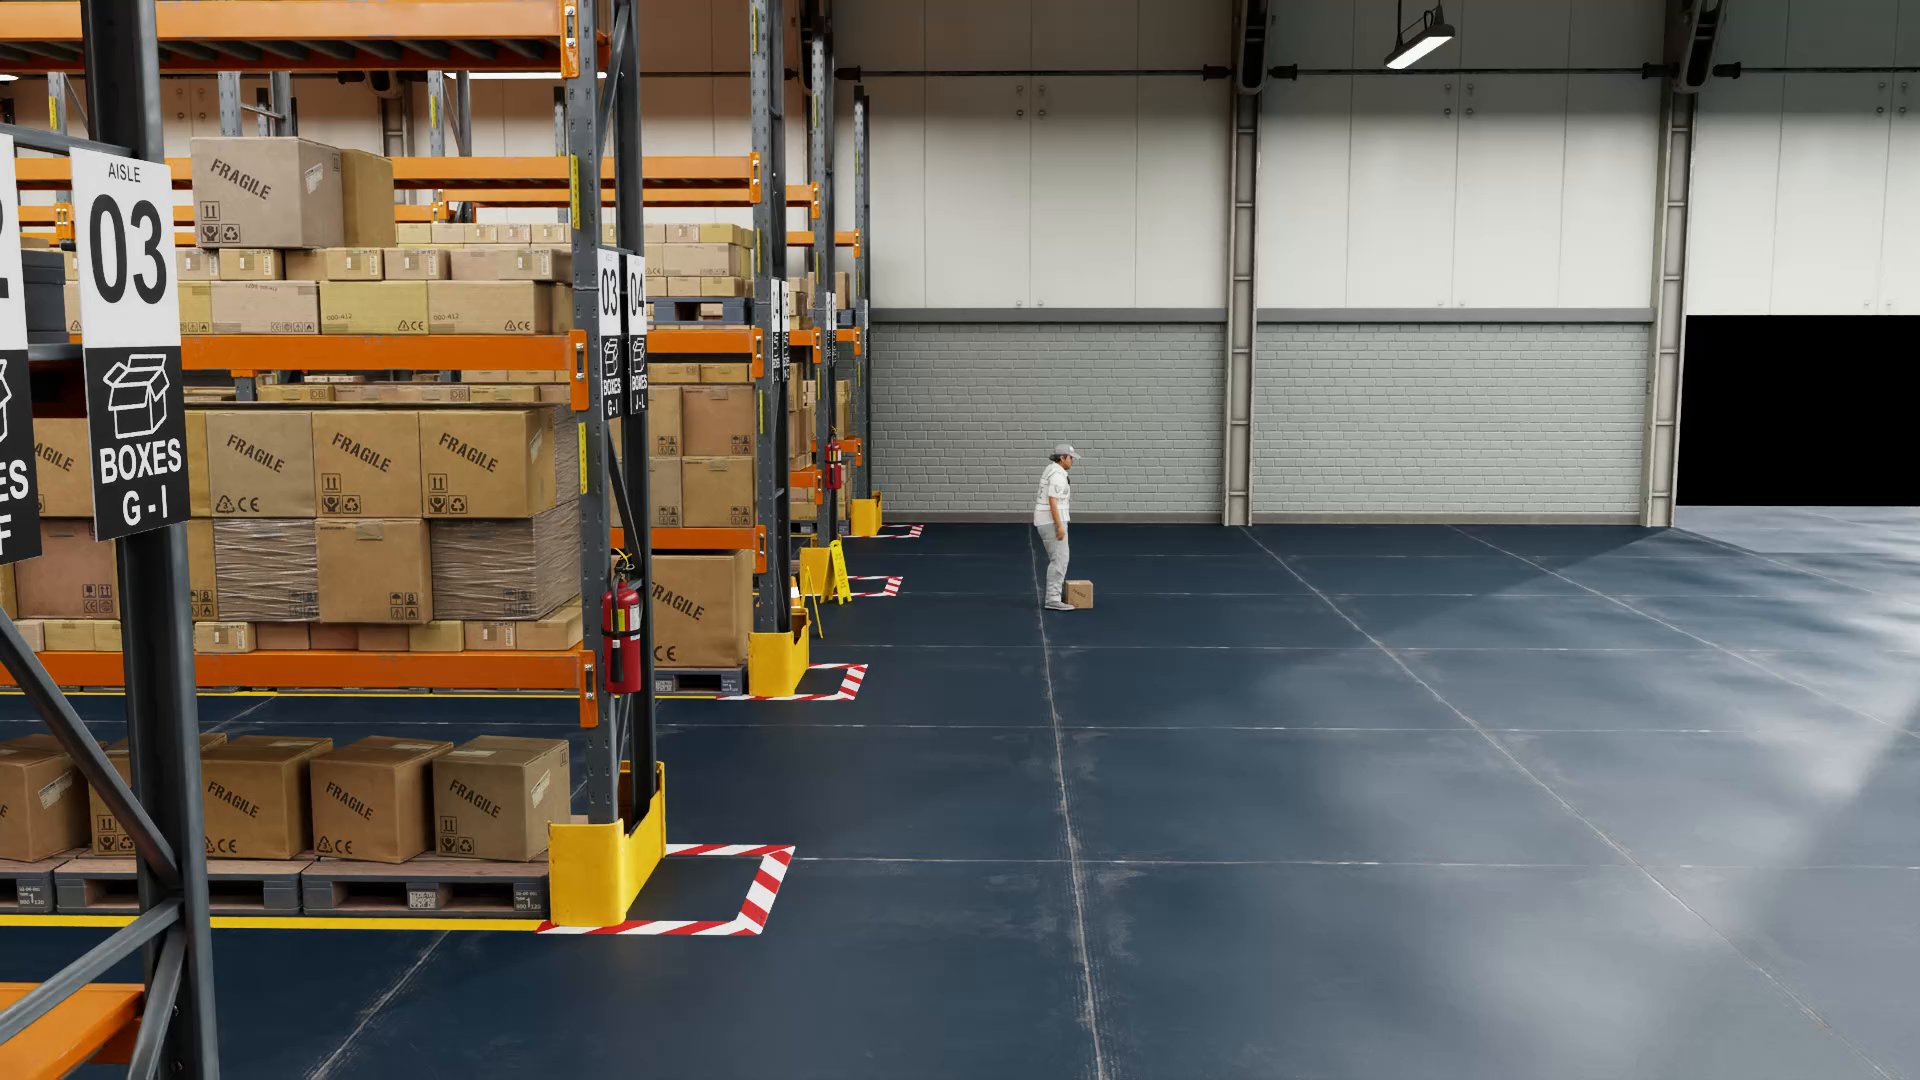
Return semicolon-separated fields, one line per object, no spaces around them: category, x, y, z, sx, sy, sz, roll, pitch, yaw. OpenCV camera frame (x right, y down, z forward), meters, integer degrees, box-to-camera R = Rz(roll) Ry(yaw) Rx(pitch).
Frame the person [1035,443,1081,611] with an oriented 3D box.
person;0.994;-0.146;16.886;0.469;1.666;0.542;0;7;1
